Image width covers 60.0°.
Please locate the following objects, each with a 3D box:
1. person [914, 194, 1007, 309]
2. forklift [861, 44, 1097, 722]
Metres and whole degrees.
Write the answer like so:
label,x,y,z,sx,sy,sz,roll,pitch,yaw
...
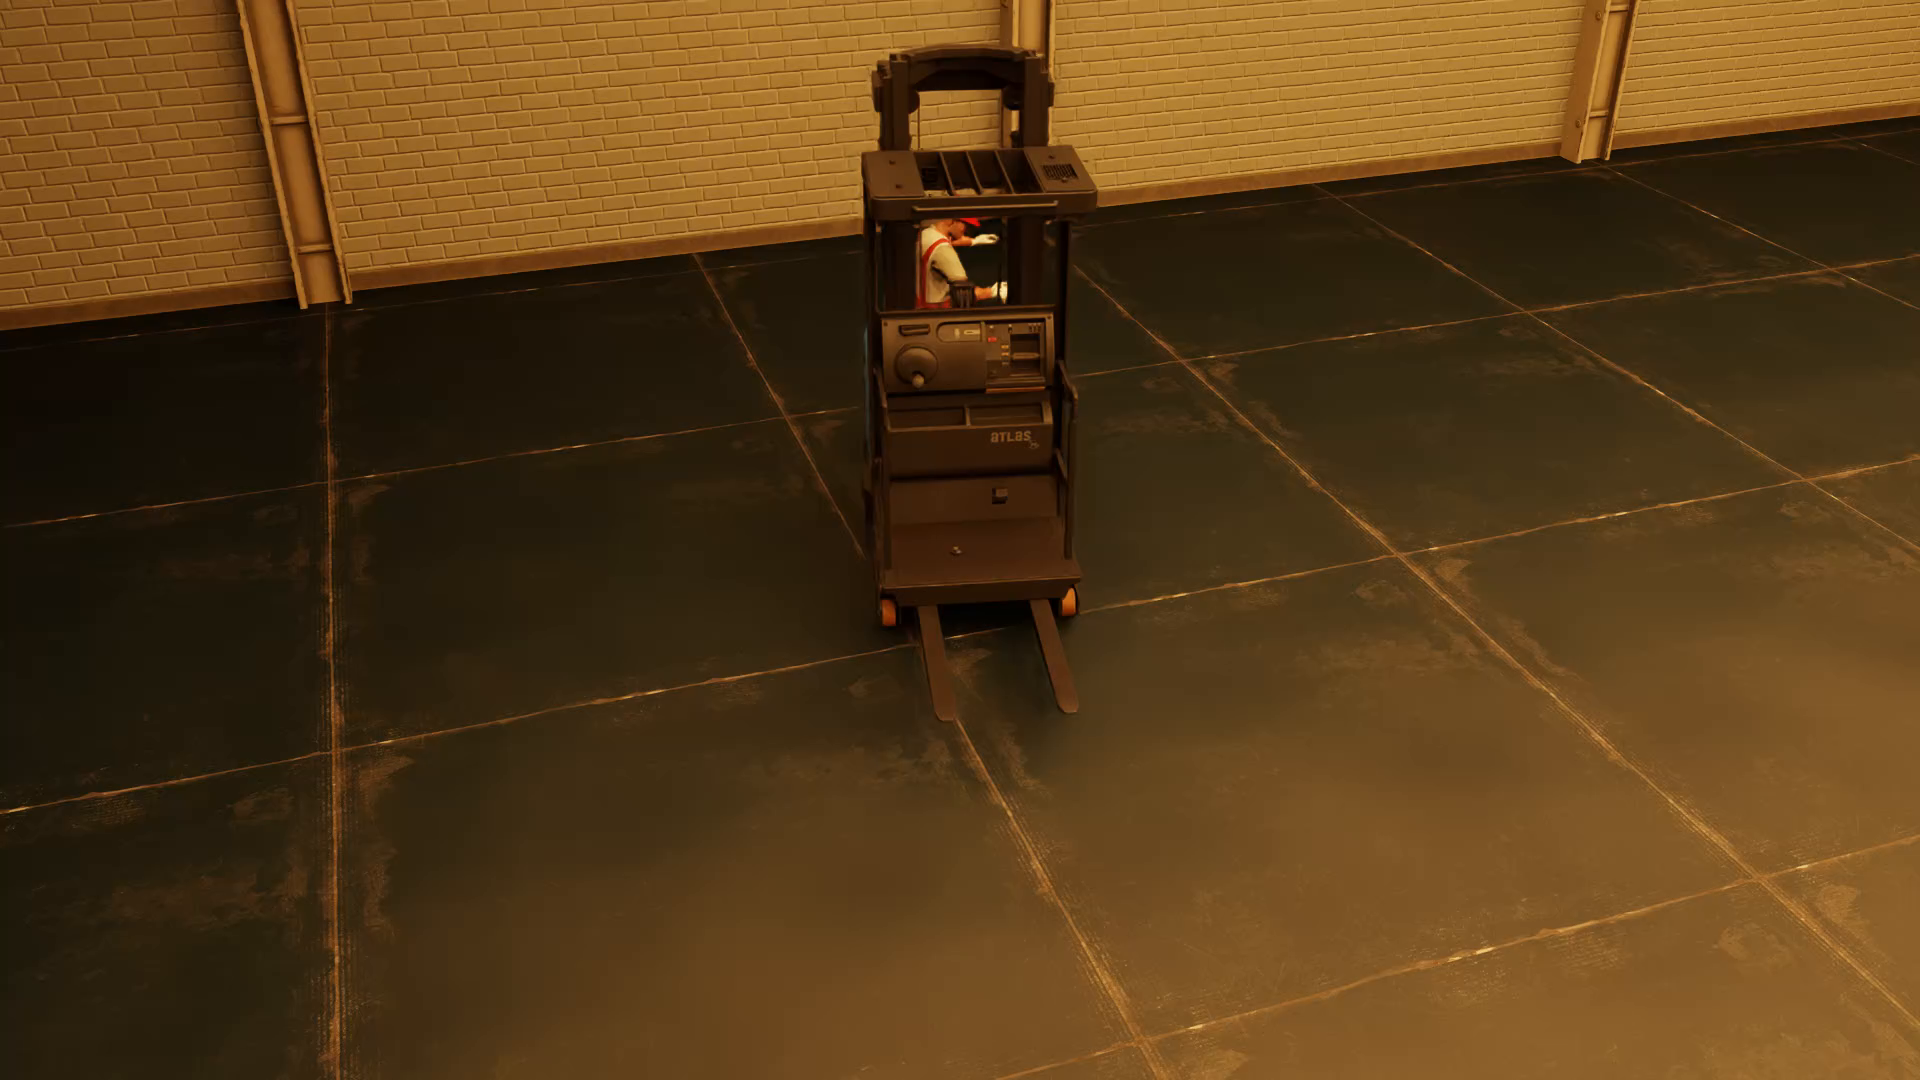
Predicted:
label,x,y,z,sx,sy,sz,roll,pitch,yaw
person,0.035,-1.593,11.233,0.755,1.552,1.283,-6,31,-11
forklift,0.071,-0.968,8.769,1.130,2.935,3.031,-3,30,-5
